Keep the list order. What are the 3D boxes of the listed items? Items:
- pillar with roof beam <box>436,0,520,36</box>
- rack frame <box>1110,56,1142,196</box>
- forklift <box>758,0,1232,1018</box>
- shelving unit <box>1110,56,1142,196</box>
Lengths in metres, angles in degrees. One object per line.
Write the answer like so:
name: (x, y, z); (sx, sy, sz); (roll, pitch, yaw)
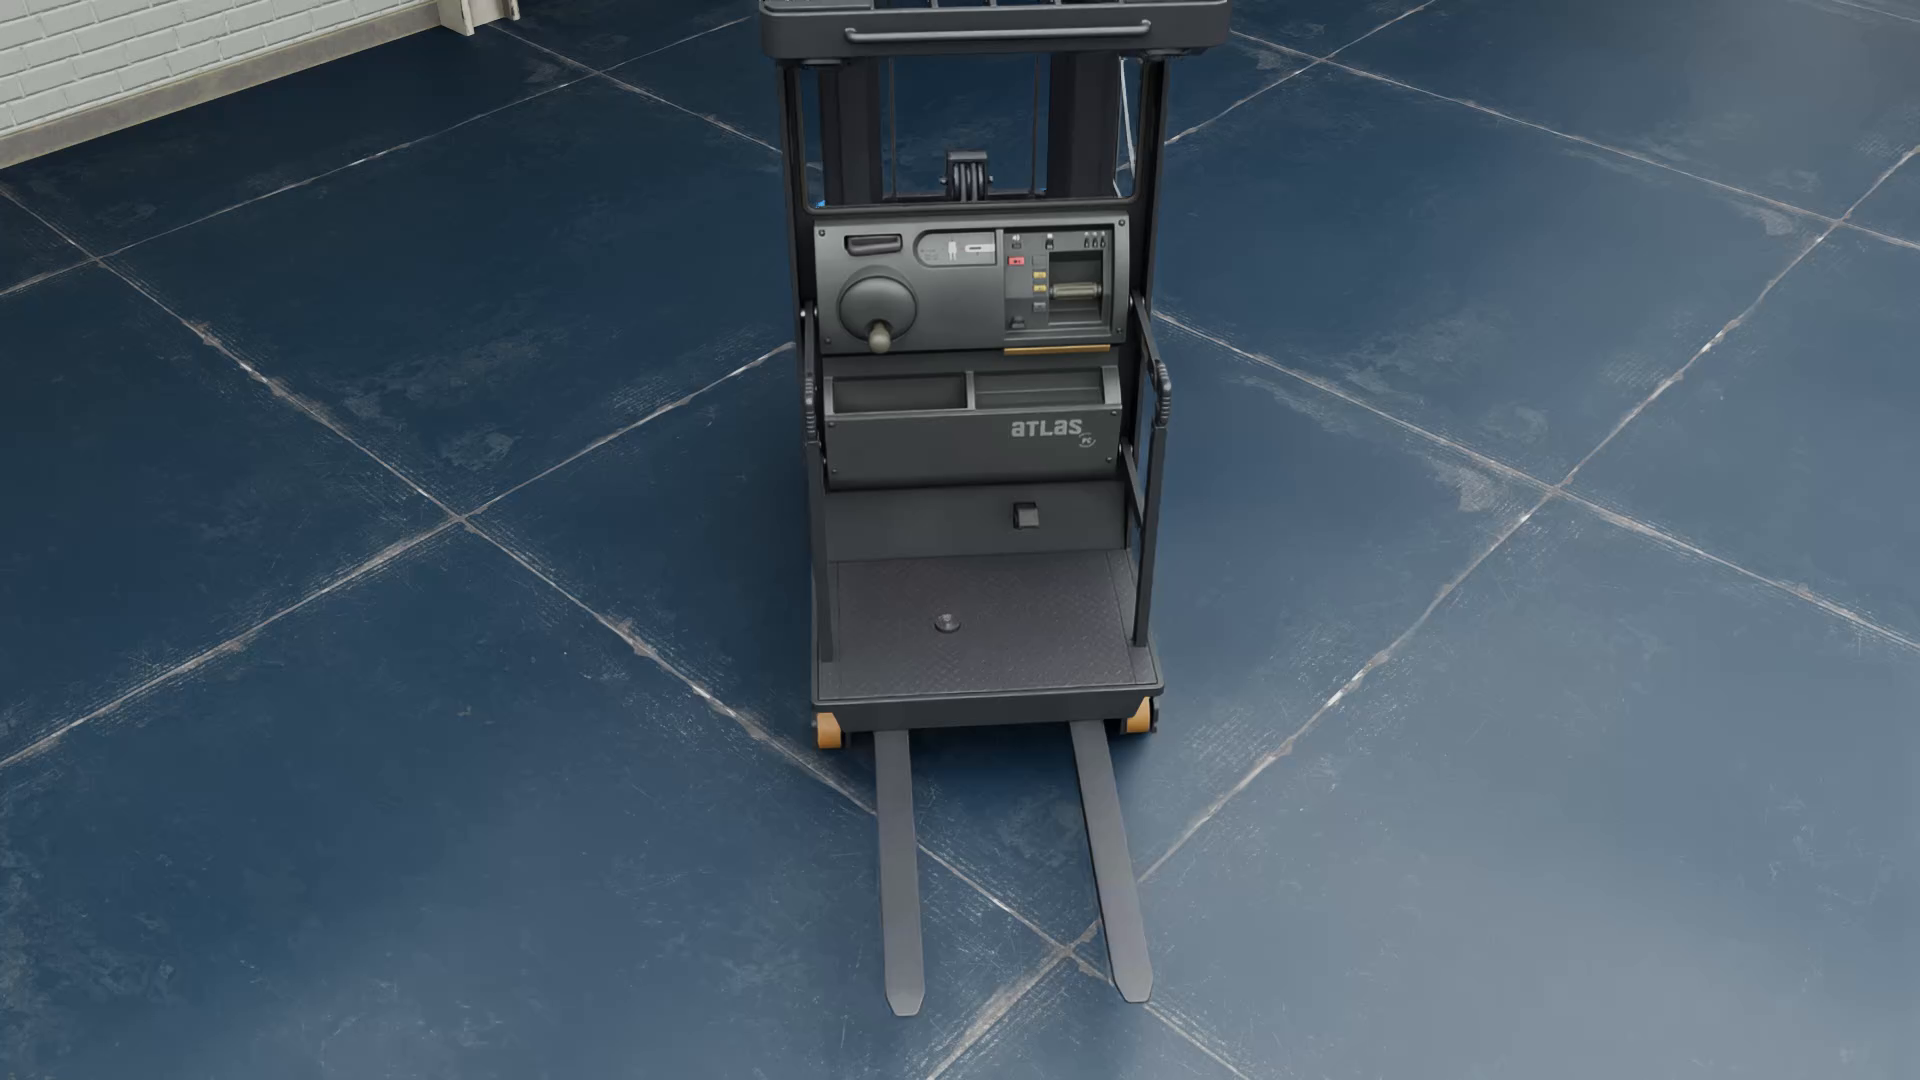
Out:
pillar with roof beam: (0.204, -4.931, 5.221); (9.100, 9.000, 0.400); (30, 47, 32)
rack frame: (0.662, -1.356, 6.751); (0.032, 1.500, 0.500); (-5, 39, -6)
forklift: (0.056, -0.687, 4.758); (1.130, 2.935, 3.031); (-3, 39, -3)
shelving unit: (0.159, -1.313, 6.696); (1.048, 1.500, 0.538); (-5, 39, -6)
